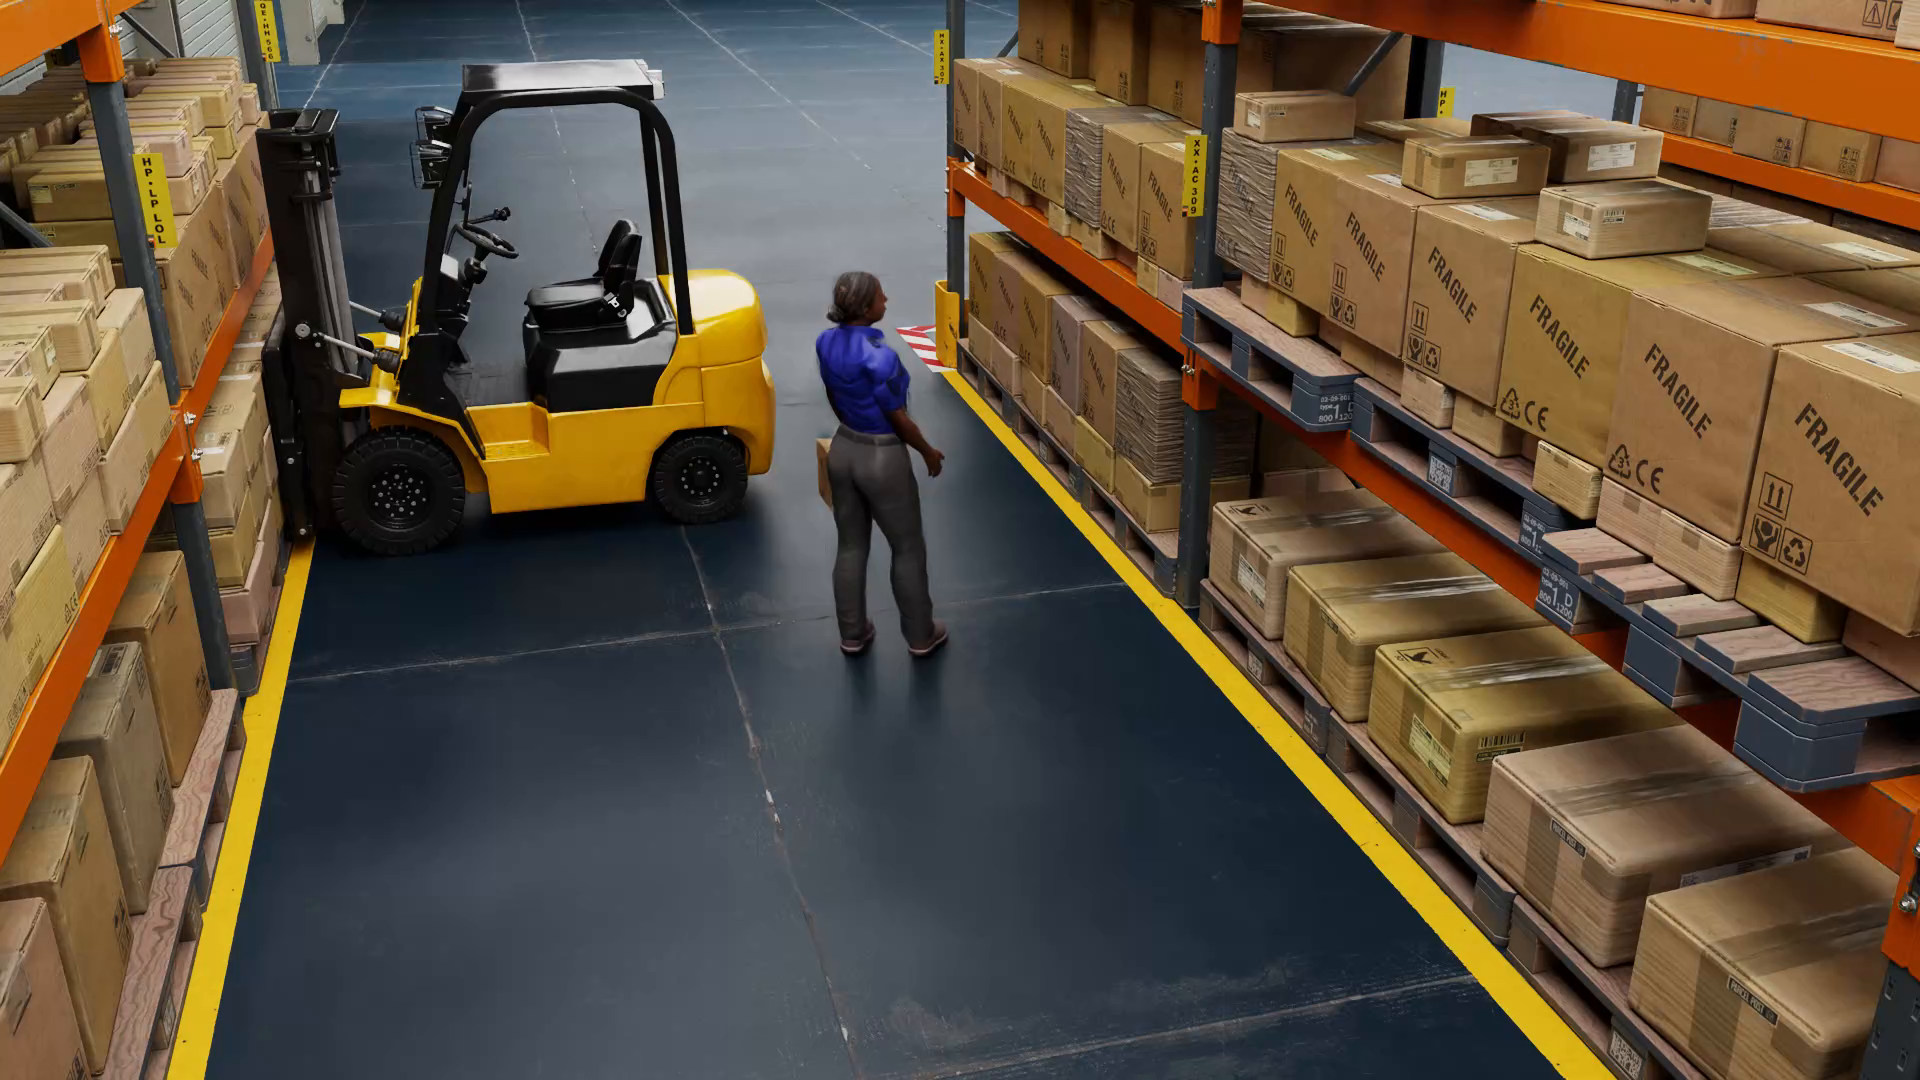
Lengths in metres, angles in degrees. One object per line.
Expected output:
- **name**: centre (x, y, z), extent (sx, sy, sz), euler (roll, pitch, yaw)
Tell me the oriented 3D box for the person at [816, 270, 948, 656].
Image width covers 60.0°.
- **person**: centre (-0.321, -0.320, 6.826), extent (0.480, 1.658, 0.490), euler (19, 30, 38)
